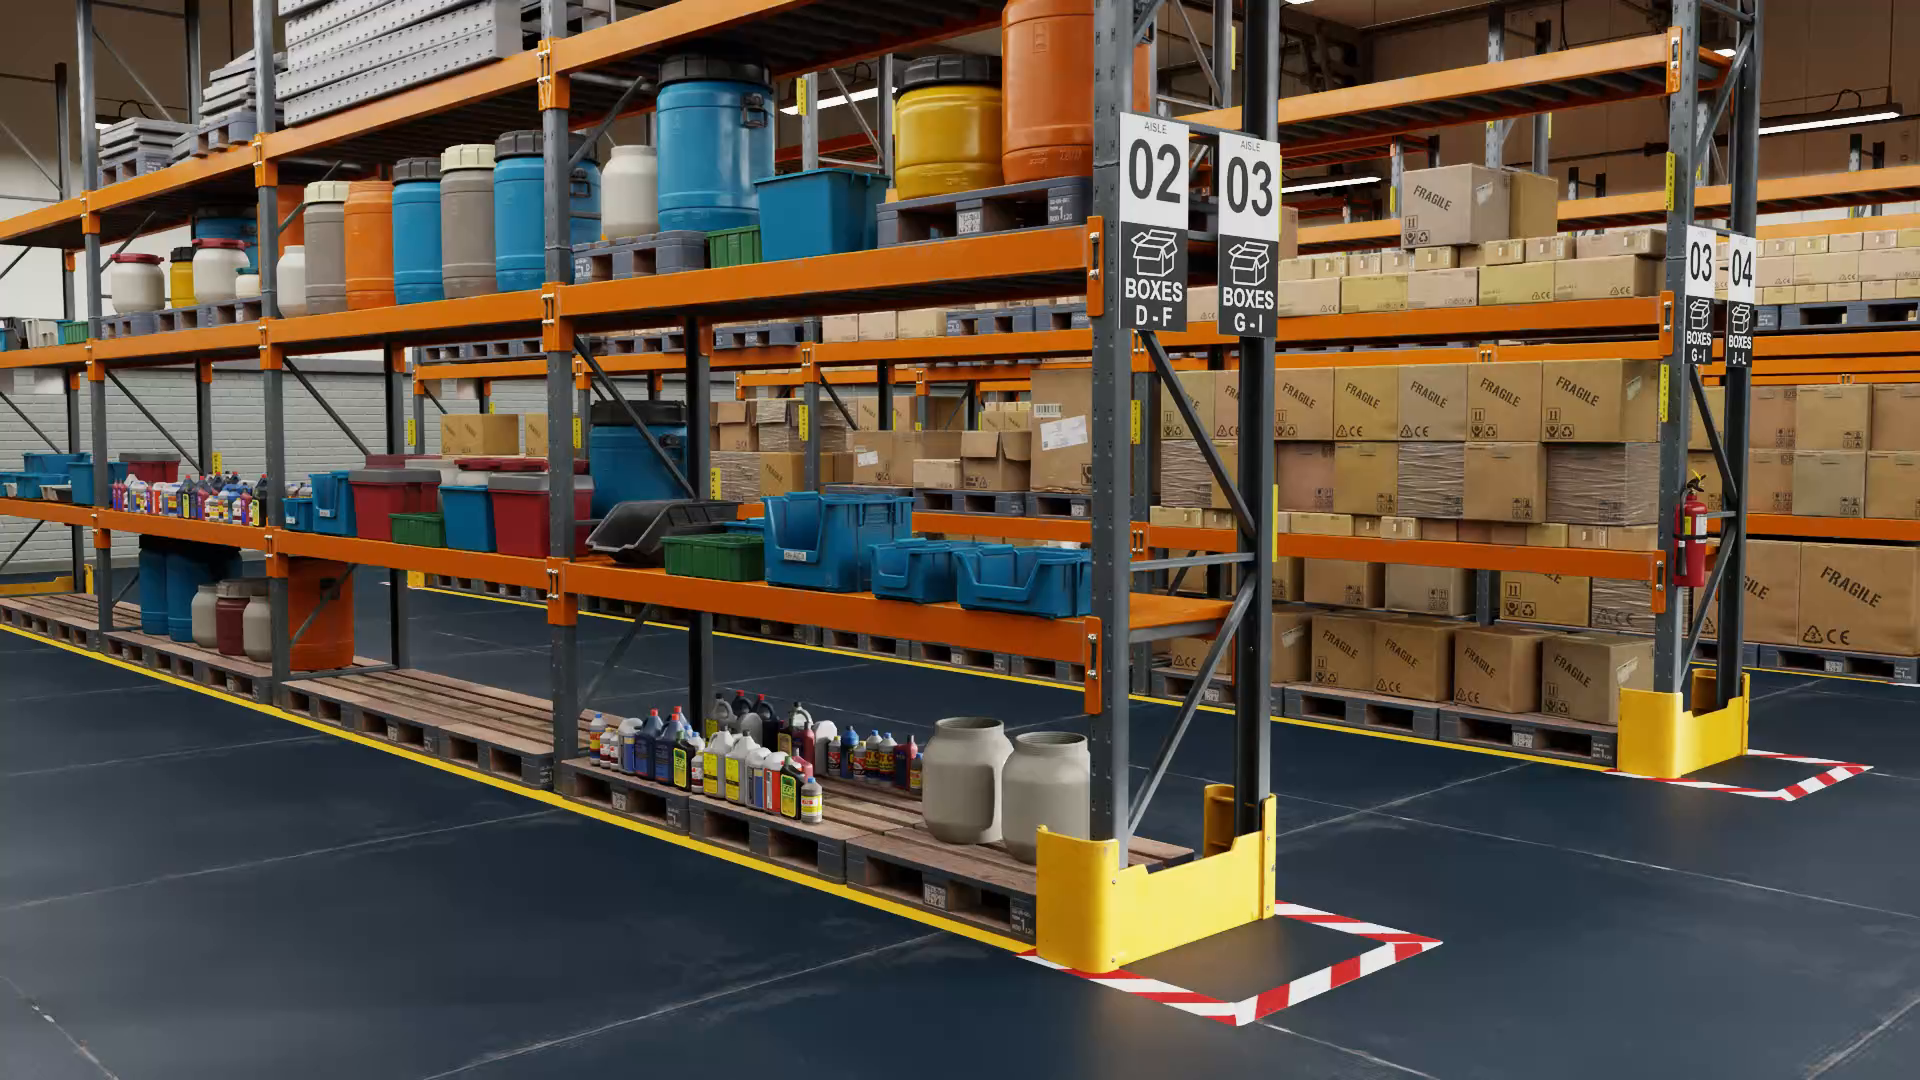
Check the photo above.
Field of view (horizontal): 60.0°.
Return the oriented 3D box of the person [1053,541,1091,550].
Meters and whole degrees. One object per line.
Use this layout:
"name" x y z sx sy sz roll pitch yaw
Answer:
"person" 1.233 0.315 18.169 0.595 1.003 0.856 -4 5 -44
